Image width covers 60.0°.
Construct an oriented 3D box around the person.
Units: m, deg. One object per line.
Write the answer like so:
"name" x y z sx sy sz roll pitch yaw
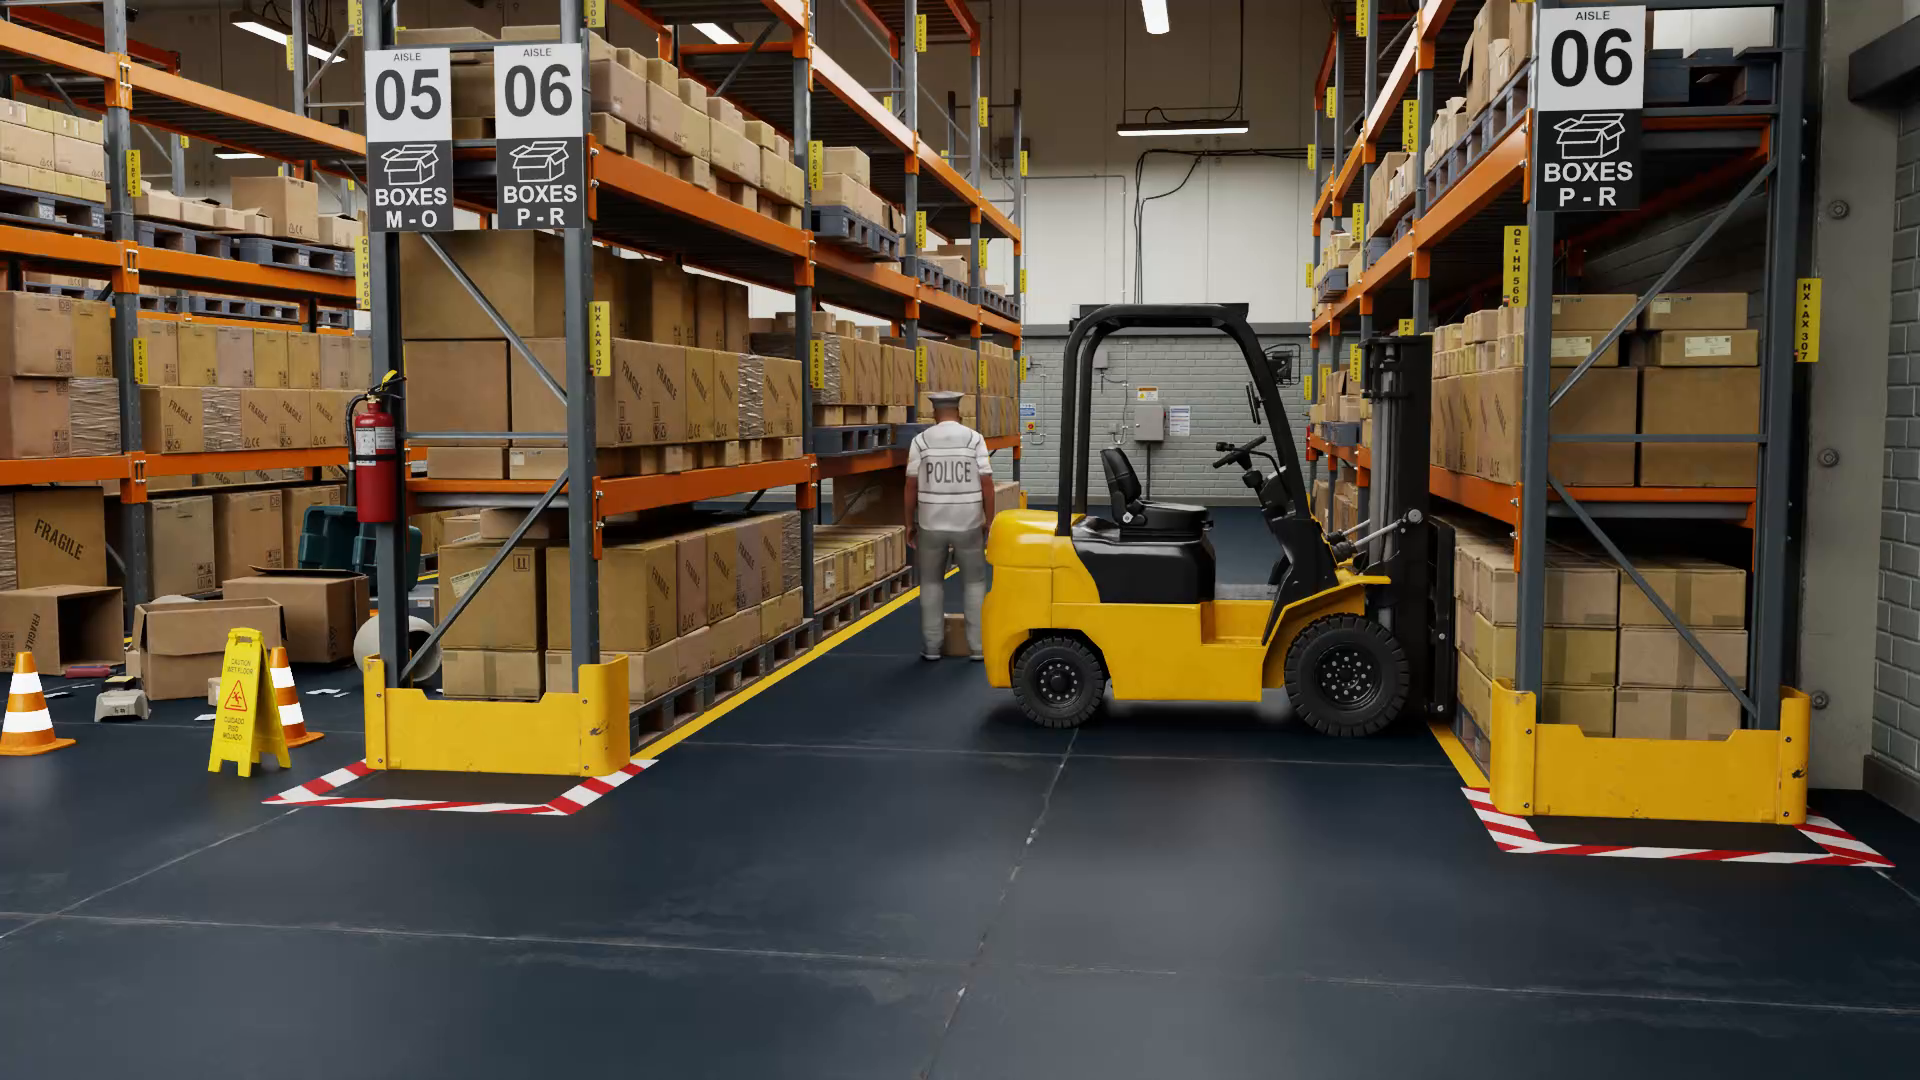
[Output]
"person" -0.060 -0.094 10.798 0.607 1.747 0.438 0 4 1
